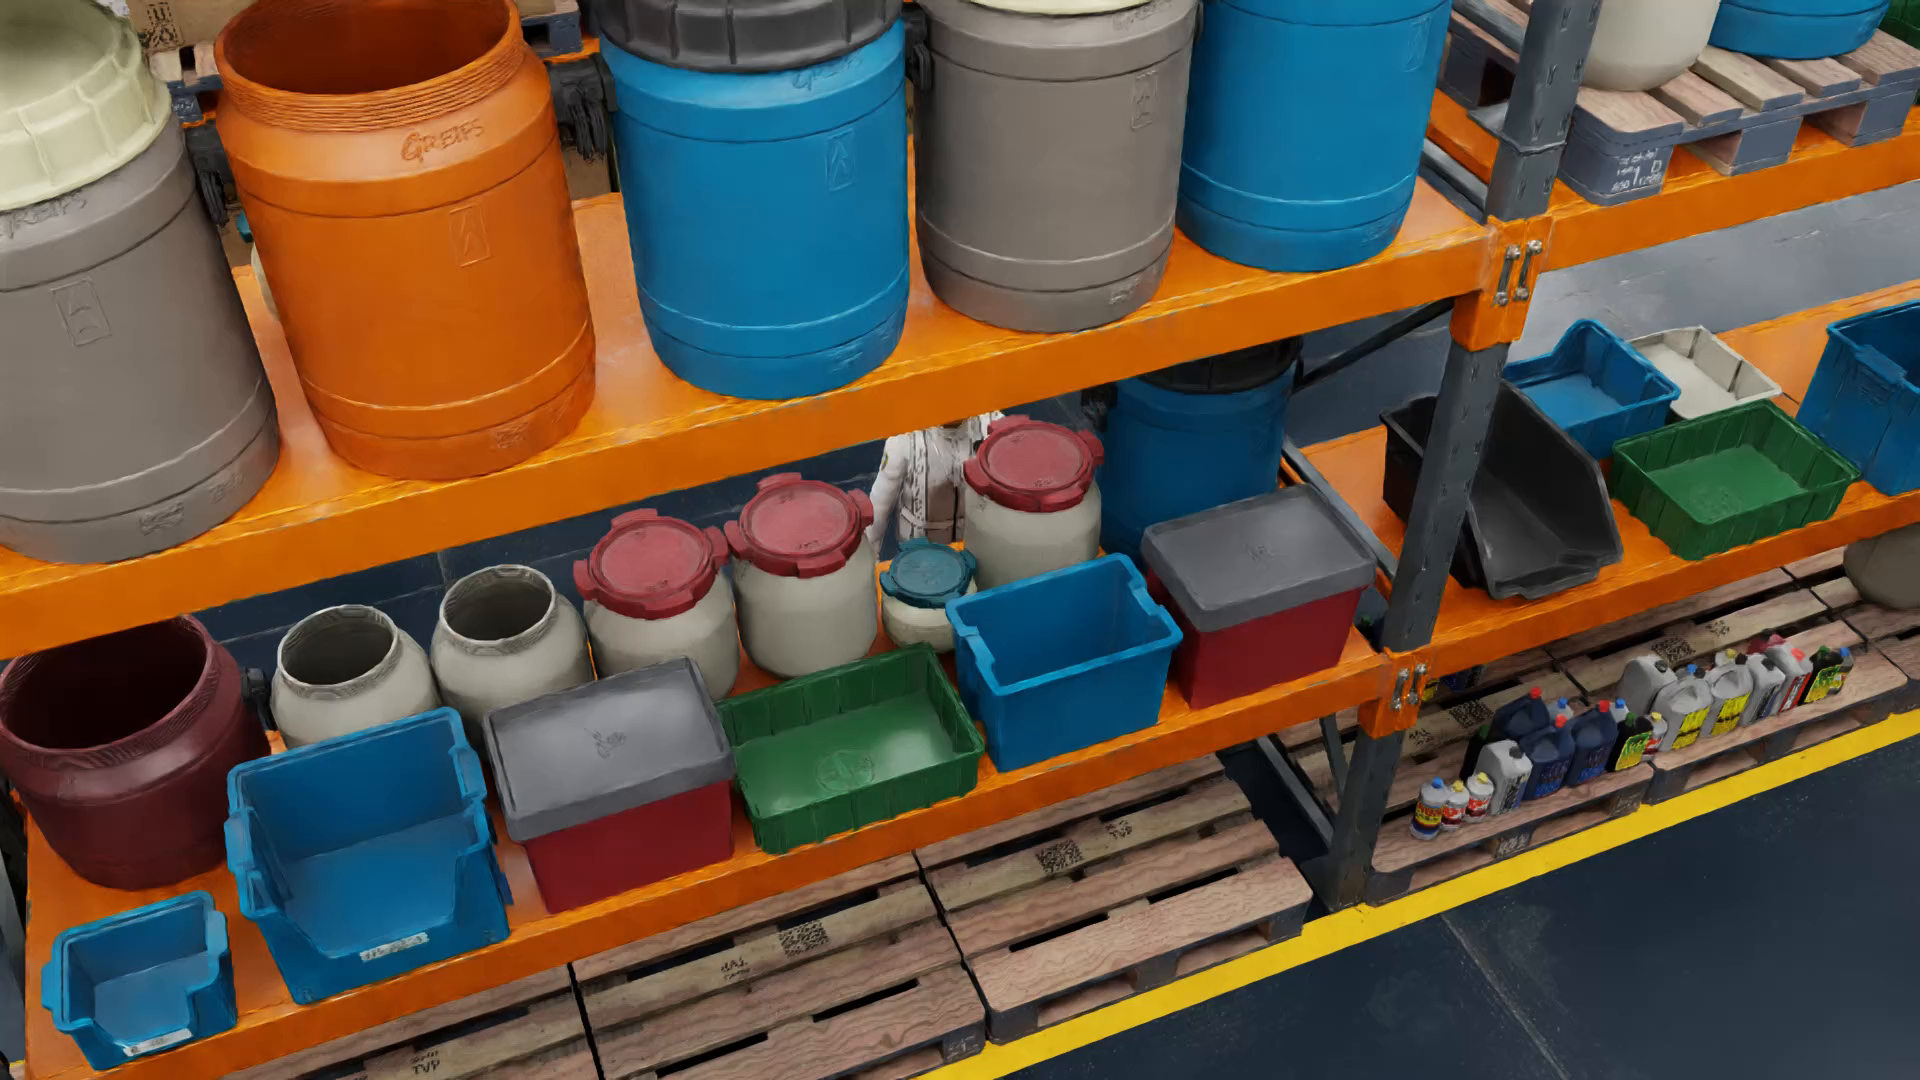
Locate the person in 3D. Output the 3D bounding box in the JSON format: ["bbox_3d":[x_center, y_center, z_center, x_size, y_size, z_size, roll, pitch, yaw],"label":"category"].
[{"bbox_3d":[-0.064,0.010,6.113,0.644,1.665,0.560,-12,43,-13],"label":"person"}]
